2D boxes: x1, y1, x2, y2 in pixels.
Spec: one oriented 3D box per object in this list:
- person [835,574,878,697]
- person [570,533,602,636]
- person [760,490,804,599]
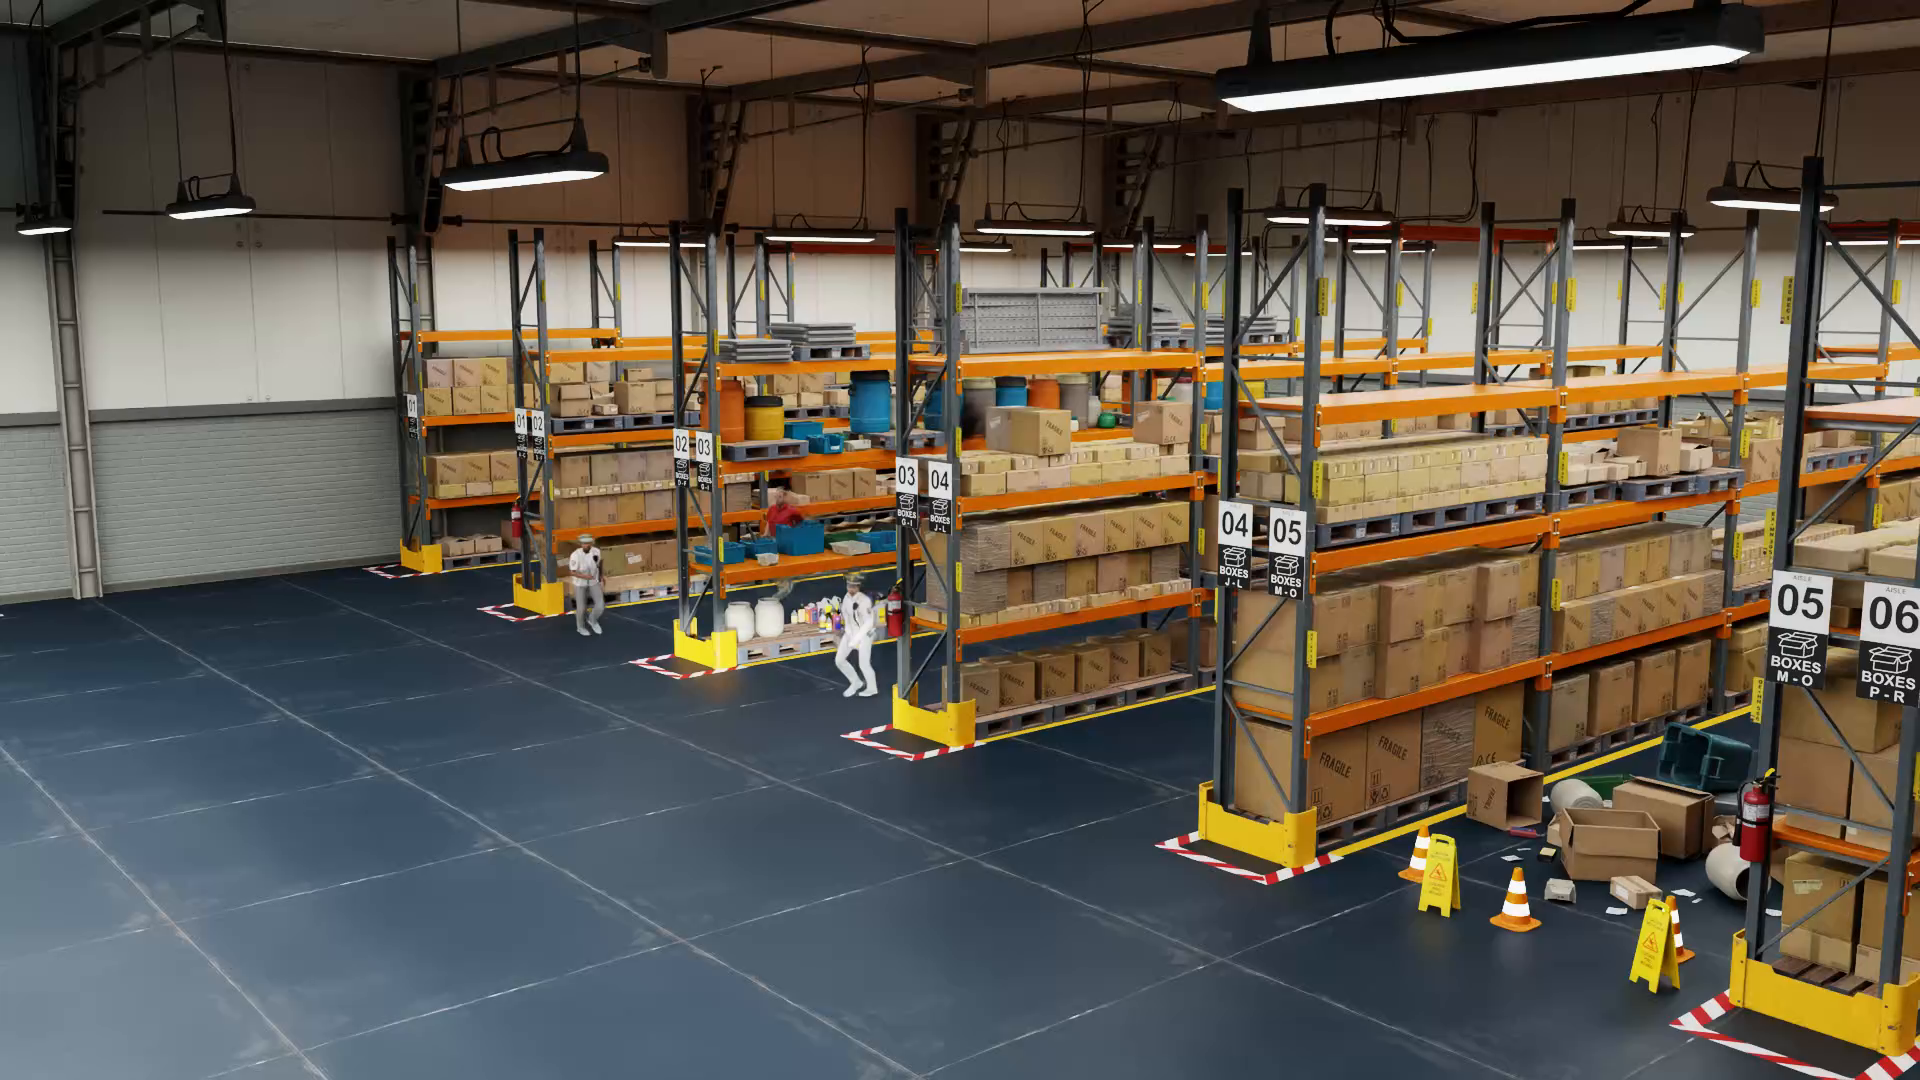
[{"bbox_3d":[-1.264,1.198,20.654,0.611,1.601,0.731,7,11,38],"label":"person"},{"bbox_3d":[-5.512,0.644,24.451,0.513,1.585,0.694,-5,10,-27],"label":"person"},{"bbox_3d":[-2.761,0.053,26.063,0.672,1.693,0.631,5,10,30],"label":"person"}]
